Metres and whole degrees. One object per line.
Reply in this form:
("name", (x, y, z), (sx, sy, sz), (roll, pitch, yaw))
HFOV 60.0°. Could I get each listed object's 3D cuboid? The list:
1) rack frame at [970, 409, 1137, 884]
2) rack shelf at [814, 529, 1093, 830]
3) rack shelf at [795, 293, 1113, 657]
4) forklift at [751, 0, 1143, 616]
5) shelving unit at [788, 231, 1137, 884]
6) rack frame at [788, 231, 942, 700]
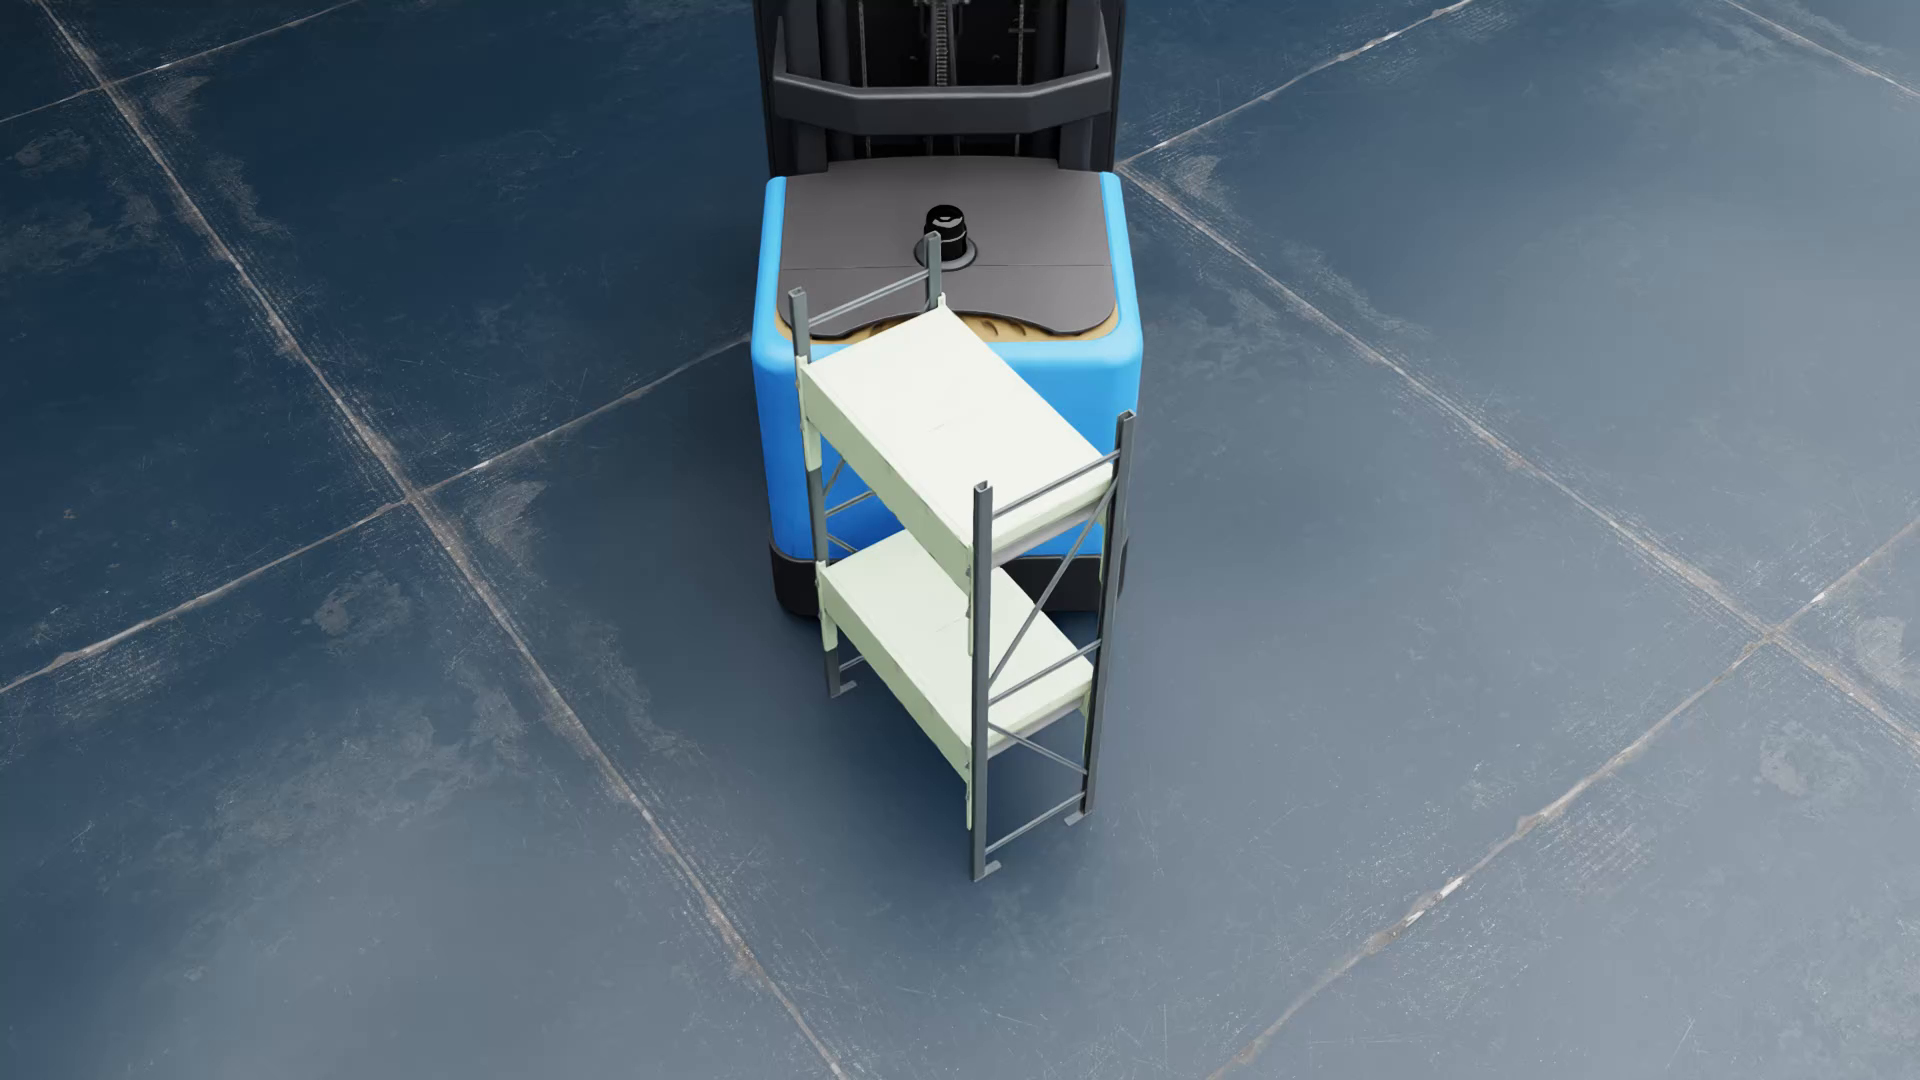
("rack frame", (0.197, 0.319, 3.948), (0.400, 1.500, 0.023), (-27, 53, -22))
("rack shelf", (-0.009, 0.314, 4.393), (0.431, 0.370, 0.720), (-27, 53, -22))
("rack shelf", (-0.009, -0.167, 3.862), (0.431, 0.370, 0.720), (-27, 53, -22))
("forklift", (-0.064, -1.839, 4.939), (1.130, 2.935, 3.031), (-1, 48, -1))
("shelving unit", (-0.009, 0.095, 4.151), (0.431, 1.500, 0.755), (-27, 53, -22))
("rack frame", (-0.215, -0.129, 4.354), (0.400, 1.500, 0.023), (-27, 53, -22))
